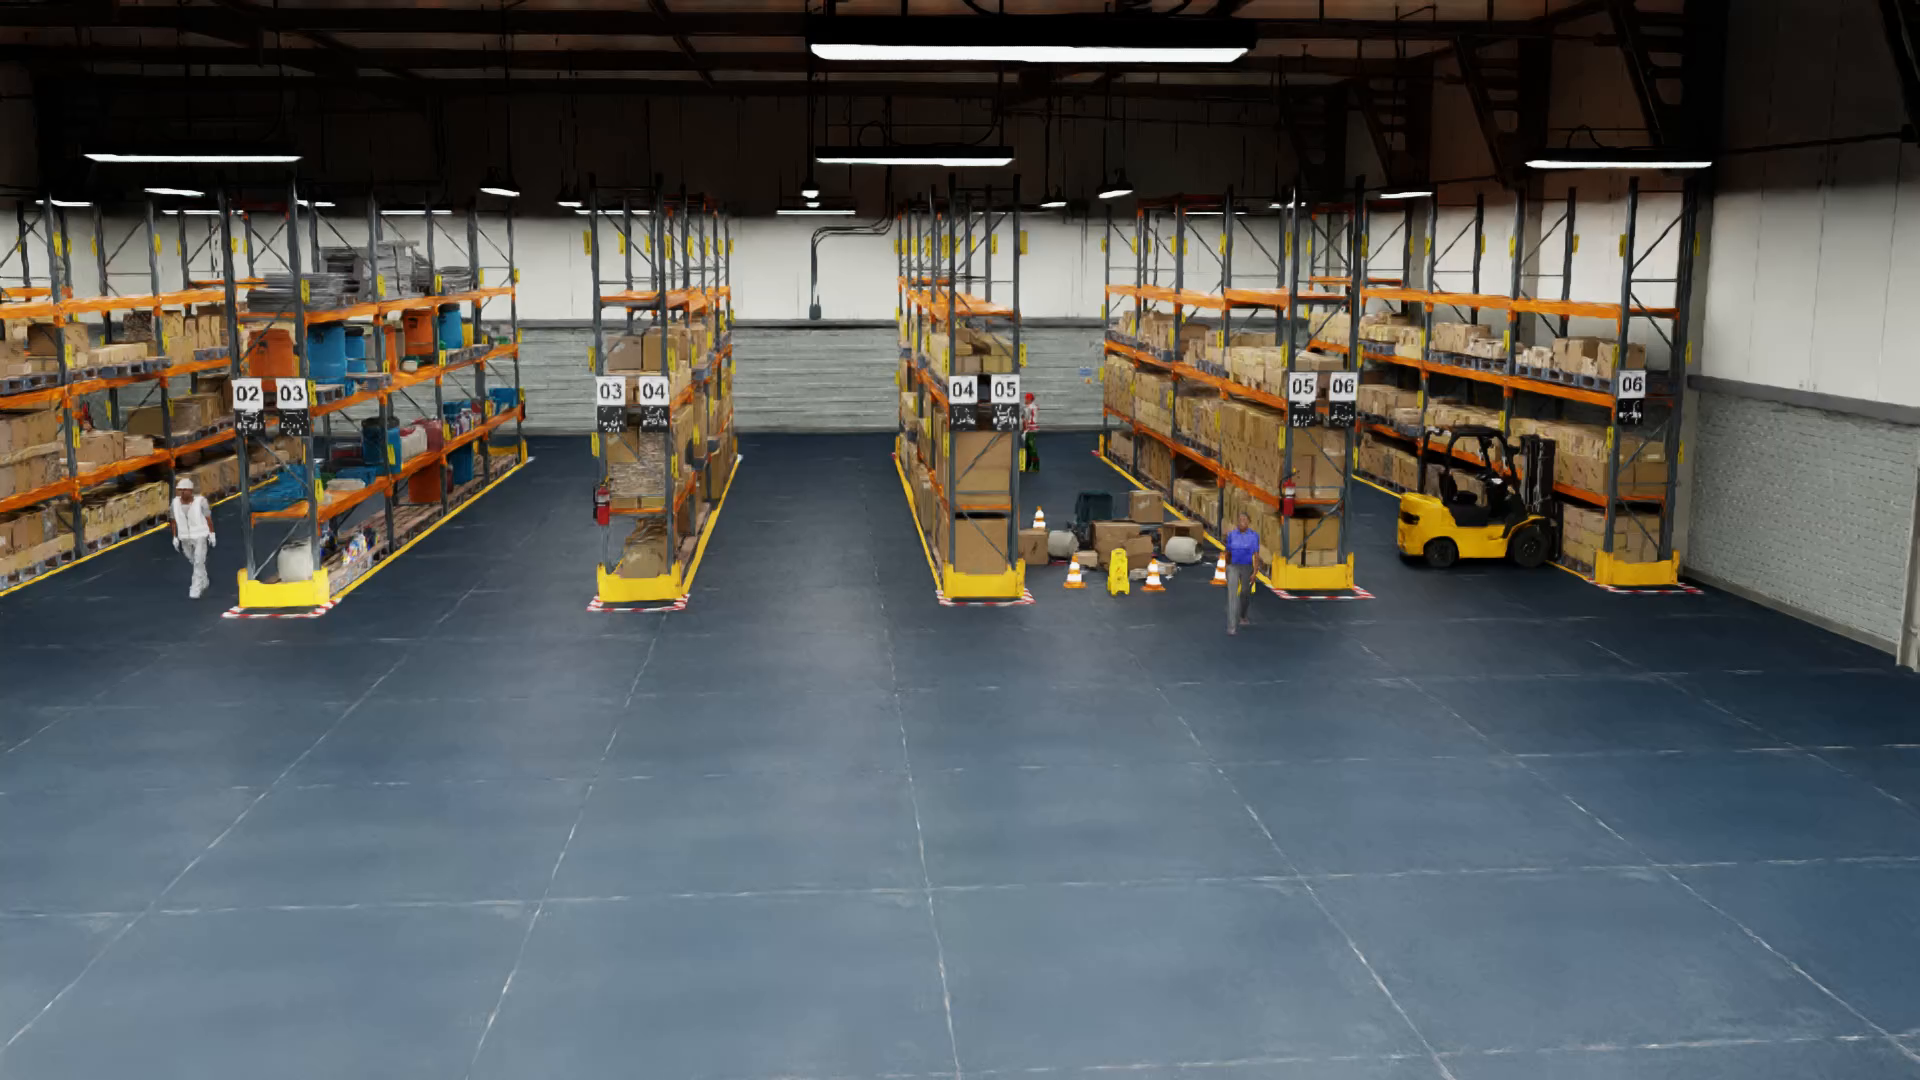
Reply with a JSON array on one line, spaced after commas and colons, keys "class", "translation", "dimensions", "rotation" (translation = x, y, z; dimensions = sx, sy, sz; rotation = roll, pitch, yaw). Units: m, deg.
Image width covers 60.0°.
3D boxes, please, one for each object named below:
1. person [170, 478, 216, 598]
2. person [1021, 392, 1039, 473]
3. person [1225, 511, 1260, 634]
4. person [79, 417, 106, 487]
[{"class": "person", "translation": [-11.111, -0.055, 24.008], "dimensions": [0.568, 1.702, 1.106], "rotation": [0, 10, -2]}, {"class": "person", "translation": [1.528, -2.418, 37.169], "dimensions": [0.586, 1.784, 0.666], "rotation": [3, 11, 18]}, {"class": "person", "translation": [3.692, 0.403, 21.761], "dimensions": [0.441, 1.587, 1.000], "rotation": [1, 10, 4]}, {"class": "person", "translation": [-17.575, -1.699, 33.647], "dimensions": [0.448, 1.590, 1.110], "rotation": [0, 10, -3]}]
